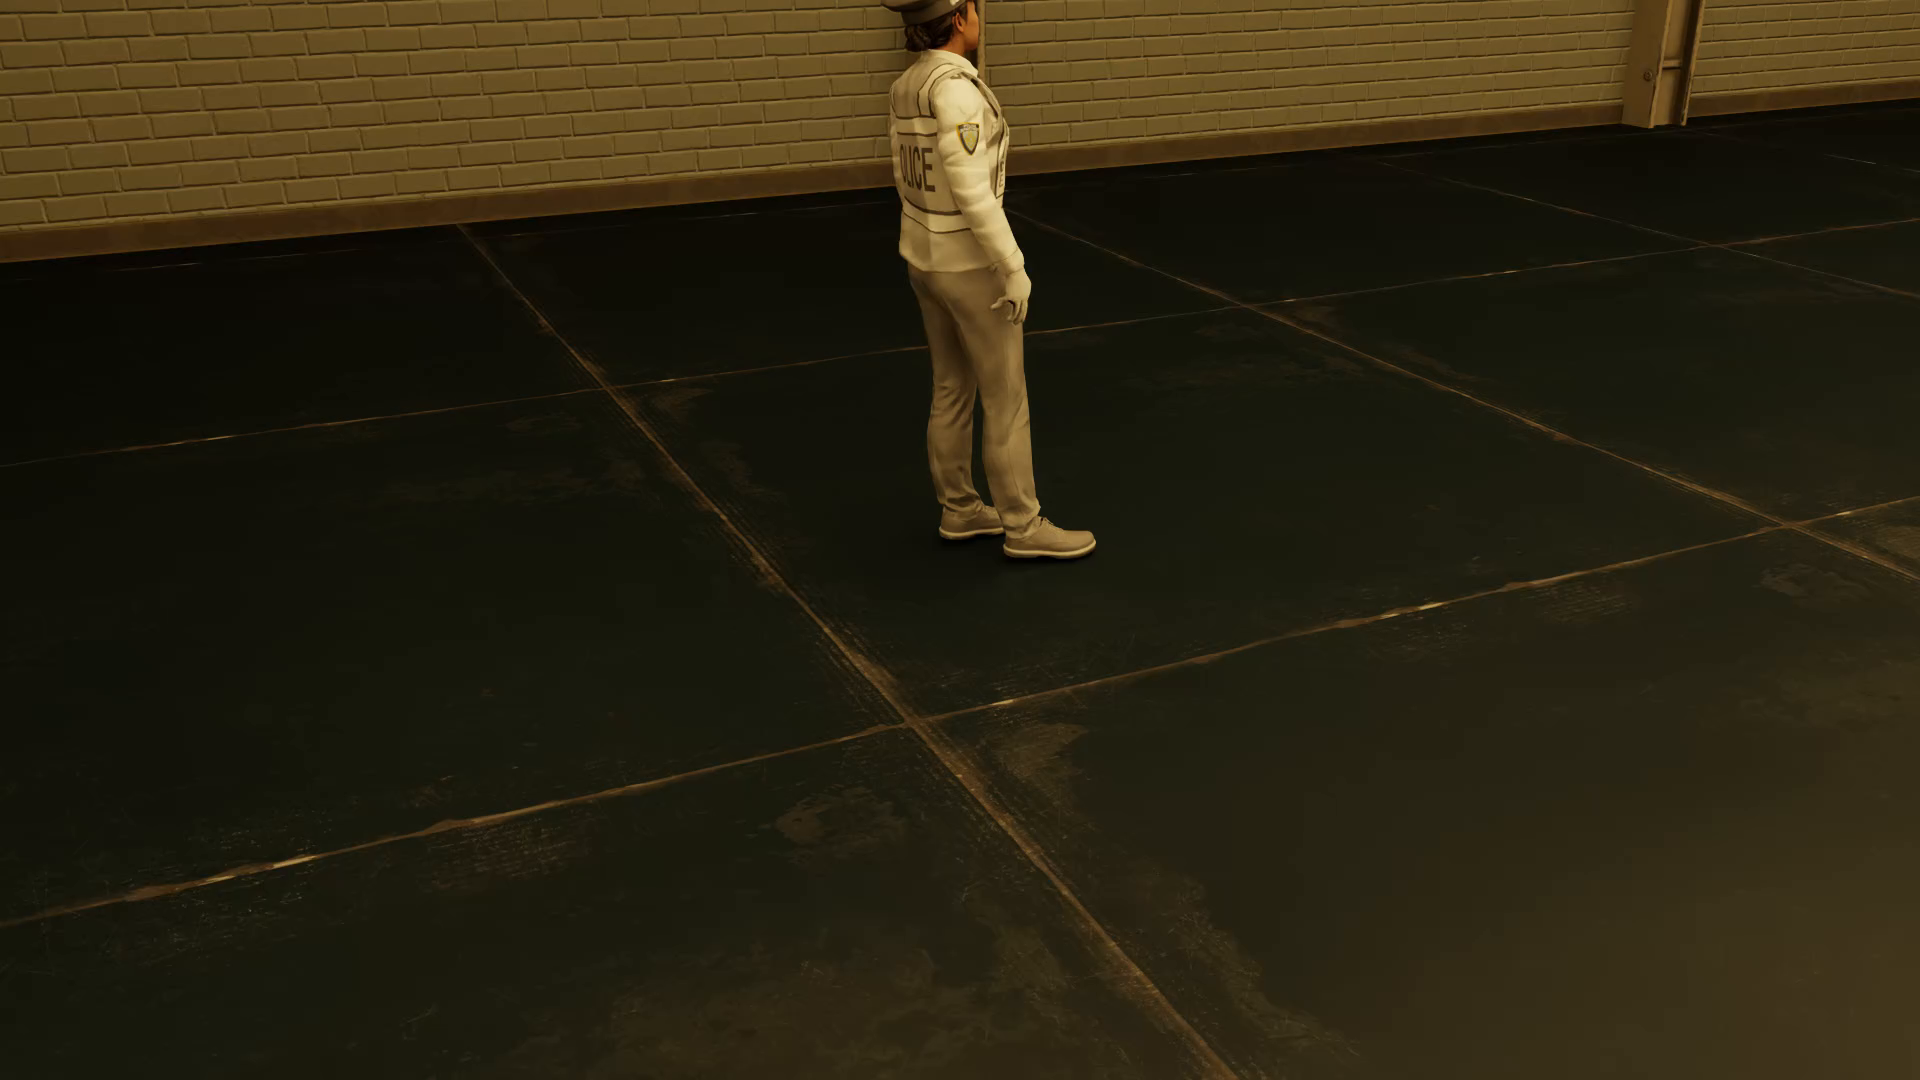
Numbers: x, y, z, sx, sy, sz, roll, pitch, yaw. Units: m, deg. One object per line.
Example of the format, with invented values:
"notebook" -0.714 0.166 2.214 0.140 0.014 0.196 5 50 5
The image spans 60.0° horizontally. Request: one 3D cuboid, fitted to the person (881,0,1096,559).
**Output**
"person" 0.066 -0.796 4.801 0.530 1.690 0.586 -10 25 -23
